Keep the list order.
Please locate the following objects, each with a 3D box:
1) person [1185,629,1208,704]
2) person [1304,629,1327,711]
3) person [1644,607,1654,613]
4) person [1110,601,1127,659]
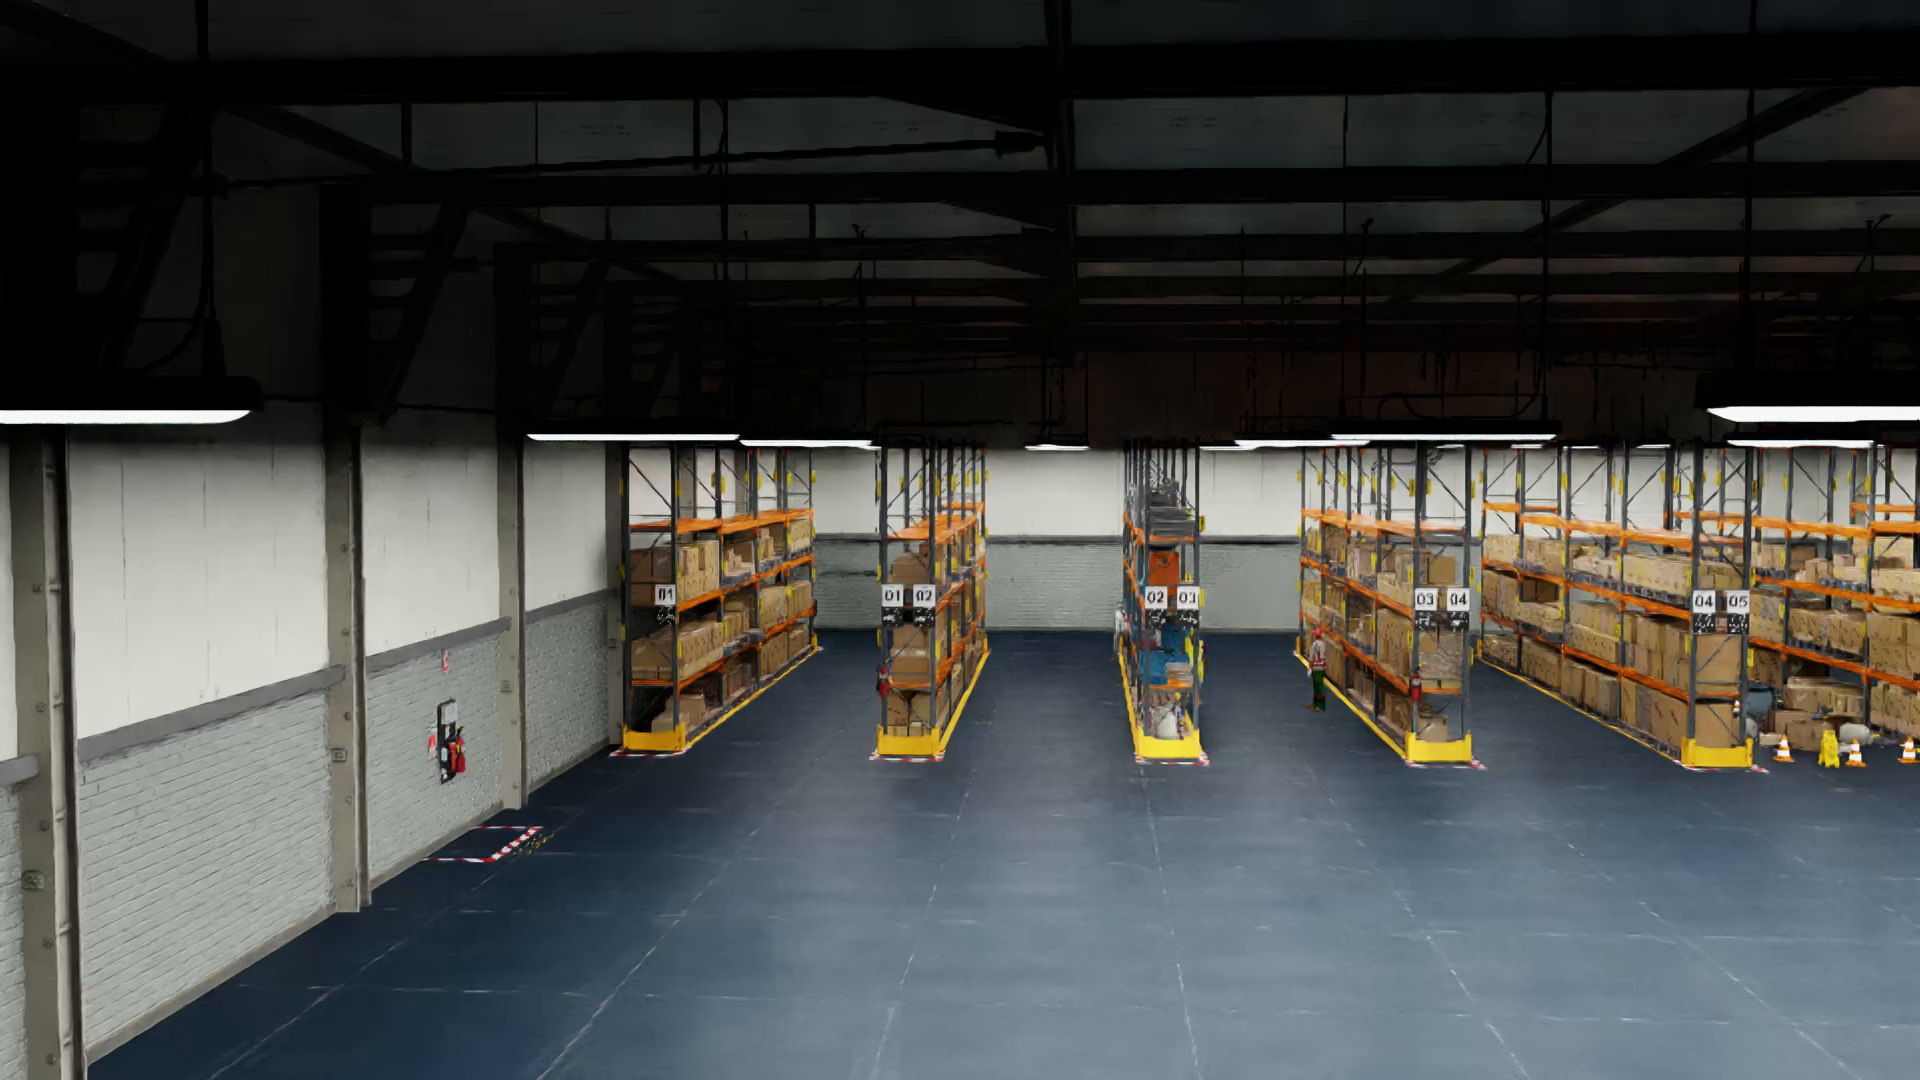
[{"bbox_3d":[5.288,2.840,37.771,0.711,1.731,0.695,0,3,-4],"label":"person"},{"bbox_3d":[7.867,2.848,36.776,0.577,1.782,0.655,2,4,34],"label":"person"},{"bbox_3d":[18.292,2.492,44.221,0.595,1.715,0.728,0,3,8],"label":"person"},{"bbox_3d":[4.494,2.461,45.772,0.521,1.622,0.946,2,3,26],"label":"person"}]
